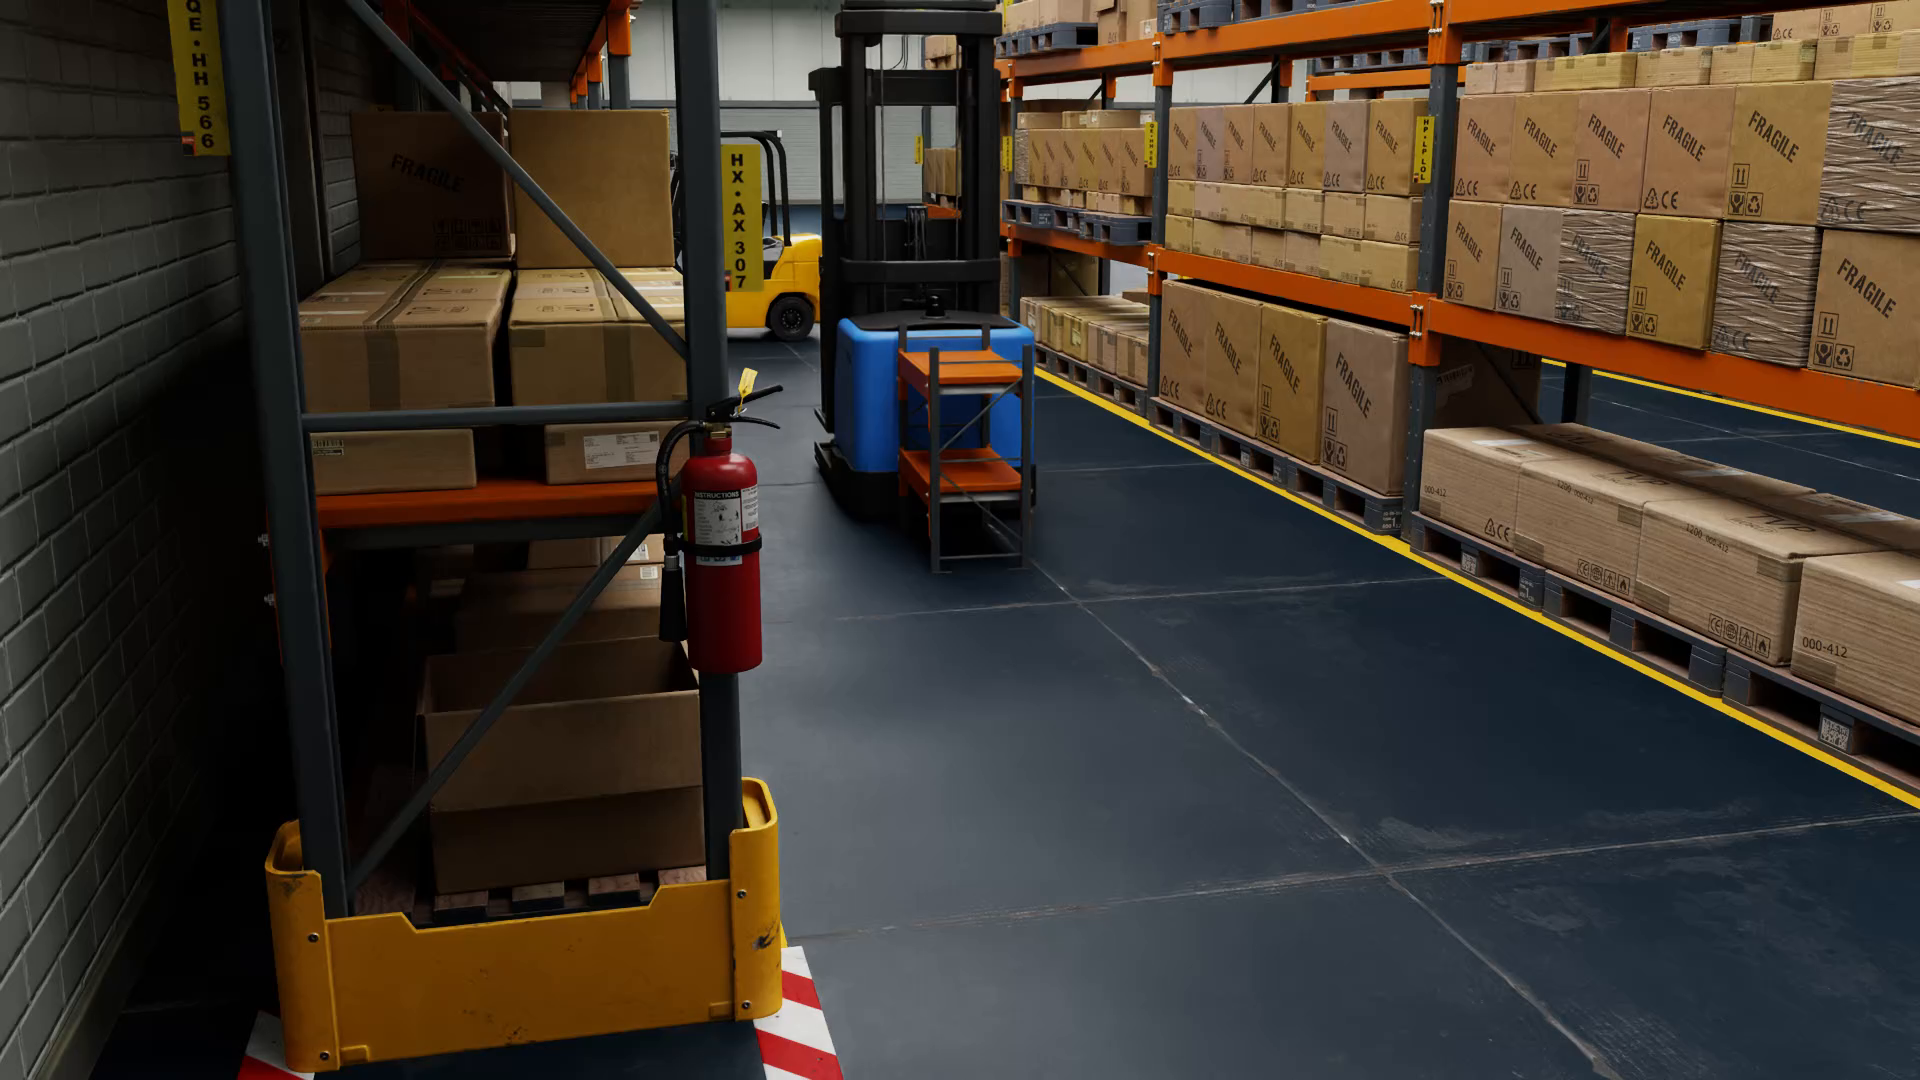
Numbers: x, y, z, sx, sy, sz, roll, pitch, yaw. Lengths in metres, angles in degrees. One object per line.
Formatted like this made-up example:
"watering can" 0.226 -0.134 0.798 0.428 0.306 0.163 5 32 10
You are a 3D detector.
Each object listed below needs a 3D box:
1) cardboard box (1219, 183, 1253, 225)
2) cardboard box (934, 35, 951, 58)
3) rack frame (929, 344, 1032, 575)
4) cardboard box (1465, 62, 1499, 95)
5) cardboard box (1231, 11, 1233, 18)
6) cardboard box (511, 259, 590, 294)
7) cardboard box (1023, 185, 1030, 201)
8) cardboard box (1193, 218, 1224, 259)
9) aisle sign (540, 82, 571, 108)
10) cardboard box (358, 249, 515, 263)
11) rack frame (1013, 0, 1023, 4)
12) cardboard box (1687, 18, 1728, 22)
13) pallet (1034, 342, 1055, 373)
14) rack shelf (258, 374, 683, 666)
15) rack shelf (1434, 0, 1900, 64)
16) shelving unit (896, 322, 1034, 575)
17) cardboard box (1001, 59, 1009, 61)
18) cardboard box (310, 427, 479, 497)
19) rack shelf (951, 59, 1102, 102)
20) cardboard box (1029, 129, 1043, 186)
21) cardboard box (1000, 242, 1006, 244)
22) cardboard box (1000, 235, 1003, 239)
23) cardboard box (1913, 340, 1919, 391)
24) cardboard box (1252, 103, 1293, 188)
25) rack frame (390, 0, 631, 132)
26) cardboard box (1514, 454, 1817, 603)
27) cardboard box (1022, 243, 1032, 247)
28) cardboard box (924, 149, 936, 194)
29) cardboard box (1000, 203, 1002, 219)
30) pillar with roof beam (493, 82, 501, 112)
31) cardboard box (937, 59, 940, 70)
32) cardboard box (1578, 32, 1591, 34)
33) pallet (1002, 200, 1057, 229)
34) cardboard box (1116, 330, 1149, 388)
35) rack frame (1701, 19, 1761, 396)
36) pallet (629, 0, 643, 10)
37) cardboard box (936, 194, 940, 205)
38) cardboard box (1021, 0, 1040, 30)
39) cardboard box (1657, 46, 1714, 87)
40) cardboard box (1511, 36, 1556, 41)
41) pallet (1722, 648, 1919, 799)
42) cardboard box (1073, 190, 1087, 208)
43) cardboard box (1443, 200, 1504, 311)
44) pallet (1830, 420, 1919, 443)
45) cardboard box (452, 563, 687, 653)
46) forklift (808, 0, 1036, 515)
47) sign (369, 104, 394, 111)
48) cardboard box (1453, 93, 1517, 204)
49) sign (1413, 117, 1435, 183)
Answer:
"cardboard box" 2.027 -2.198 10.867 0.500 0.250 0.500 -3 14 -13
"cardboard box" 0.012 -5.520 18.572 0.500 0.250 0.500 -3 14 -14
"rack frame" 0.101 -0.389 8.148 0.500 1.125 0.032 -3 14 -10
"cardboard box" 2.684 -2.233 8.063 0.380 0.149 0.250 -3 14 -14
"cardboard box" 1.954 -3.927 12.642 0.396 0.266 0.258 -3 14 -13
"cardboard box" -1.248 -0.812 5.619 0.500 0.250 0.500 -4 14 -15
"cardboard box" 0.806 -3.253 15.568 0.380 0.149 0.250 -3 14 -12
"cardboard box" 1.931 -2.076 11.422 0.500 0.250 0.500 -4 14 -15
"aisle sign" -4.510 -5.256 18.643 0.394 0.787 0.004 -3 14 -13
"cardboard box" -1.864 -0.901 5.985 0.500 0.250 0.500 -3 14 -12
"rack frame" 0.984 -6.231 15.470 1.000 3.000 0.127 -3 14 -13
"cardboard box" 6.174 -4.584 14.141 0.500 0.311 0.500 -3 14 -13
"pallet" 1.168 -1.782 15.778 1.003 0.211 1.213 -3 14 -13
"rack shelf" -1.492 -0.383 5.689 1.077 0.370 4.000 -3 14 -13
"rack shelf" 3.332 -2.117 6.468 1.077 0.370 4.000 -3 14 -13
"shelving unit" 0.009 -0.507 8.634 0.538 1.125 1.048 -3 14 -10
"cardboard box" 0.612 -4.707 16.084 0.380 0.149 0.250 -3 14 -13
"cardboard box" -1.361 -0.210 3.996 0.380 0.149 0.250 -3 14 -14
"rack shelf" 0.514 -4.886 17.800 1.077 0.370 4.000 -3 14 -13
"cardboard box" 0.933 -3.474 15.104 0.500 0.500 0.500 -3 14 -13
"cardboard box" 0.208 -3.028 18.331 0.500 0.500 0.500 -3 14 -12
"cardboard box" 0.637 -3.536 19.041 0.380 0.149 0.250 -3 14 -12
"cardboard box" 3.431 -0.693 5.234 0.500 0.500 0.500 -3 14 -13
"cardboard box" 2.149 -2.450 10.317 0.500 0.500 0.500 -3 14 -12
"rack frame" -1.962 -1.193 7.492 1.000 3.000 0.127 -3 14 -13
"cardboard box" 3.116 -0.073 7.419 0.875 0.438 0.875 -4 14 -15
"cardboard box" 0.850 -2.943 17.981 0.500 0.500 0.500 -3 14 -10
"cardboard box" -0.114 -4.308 19.401 0.500 0.500 0.500 -4 14 -14
"cardboard box" 0.612 -3.252 16.445 0.380 0.149 0.250 -3 14 -14
"pillar with roof beam" -5.535 -11.058 35.226 9.100 9.000 0.400 -3 14 -13
"cardboard box" -0.045 -5.424 19.018 0.380 0.149 0.250 -4 14 -15
"cardboard box" 6.275 -4.980 15.891 0.500 0.250 0.500 -3 14 -14
"pallet" 1.022 -3.039 15.450 1.003 0.211 1.213 -3 14 -13
"cardboard box" 1.800 -1.452 13.202 0.950 0.372 0.625 -4 14 -17
"rack frame" 6.711 -2.693 13.629 1.000 3.000 0.127 -3 14 -13
"pallet" -2.293 -2.953 8.768 1.213 0.211 1.003 -3 14 -13
"cardboard box" -0.077 -4.027 19.621 0.380 0.149 0.250 -3 14 -13
"cardboard box" 0.851 -4.631 14.672 0.500 0.250 0.500 -3 14 -14
"cardboard box" 3.024 -1.881 6.620 0.380 0.149 0.250 -3 14 -13
"cardboard box" 6.016 -5.306 17.440 0.380 0.149 0.250 -4 14 -14
"pallet" 3.538 0.626 5.919 1.003 0.211 1.213 -3 14 -13
"cardboard box" 1.176 -2.891 14.085 0.380 0.149 0.250 -4 14 -15
"cardboard box" 2.718 -1.397 8.113 0.500 0.500 0.500 -3 14 -11
"pallet" 7.176 -0.877 12.072 1.003 0.211 1.213 -3 14 -13
"cardboard box" -1.237 0.394 5.377 0.700 0.500 0.500 -3 14 -11
"forklift" -0.343 -1.865 10.385 1.130 2.935 3.031 -3 14 -10
"sign" -2.500 -1.724 7.224 0.100 0.325 0.005 -3 14 -13
"cardboard box" 2.739 -1.882 7.992 0.500 0.500 0.500 -3 14 -13
"sign" 2.337 -1.962 8.367 0.100 0.325 0.005 -3 14 -13
